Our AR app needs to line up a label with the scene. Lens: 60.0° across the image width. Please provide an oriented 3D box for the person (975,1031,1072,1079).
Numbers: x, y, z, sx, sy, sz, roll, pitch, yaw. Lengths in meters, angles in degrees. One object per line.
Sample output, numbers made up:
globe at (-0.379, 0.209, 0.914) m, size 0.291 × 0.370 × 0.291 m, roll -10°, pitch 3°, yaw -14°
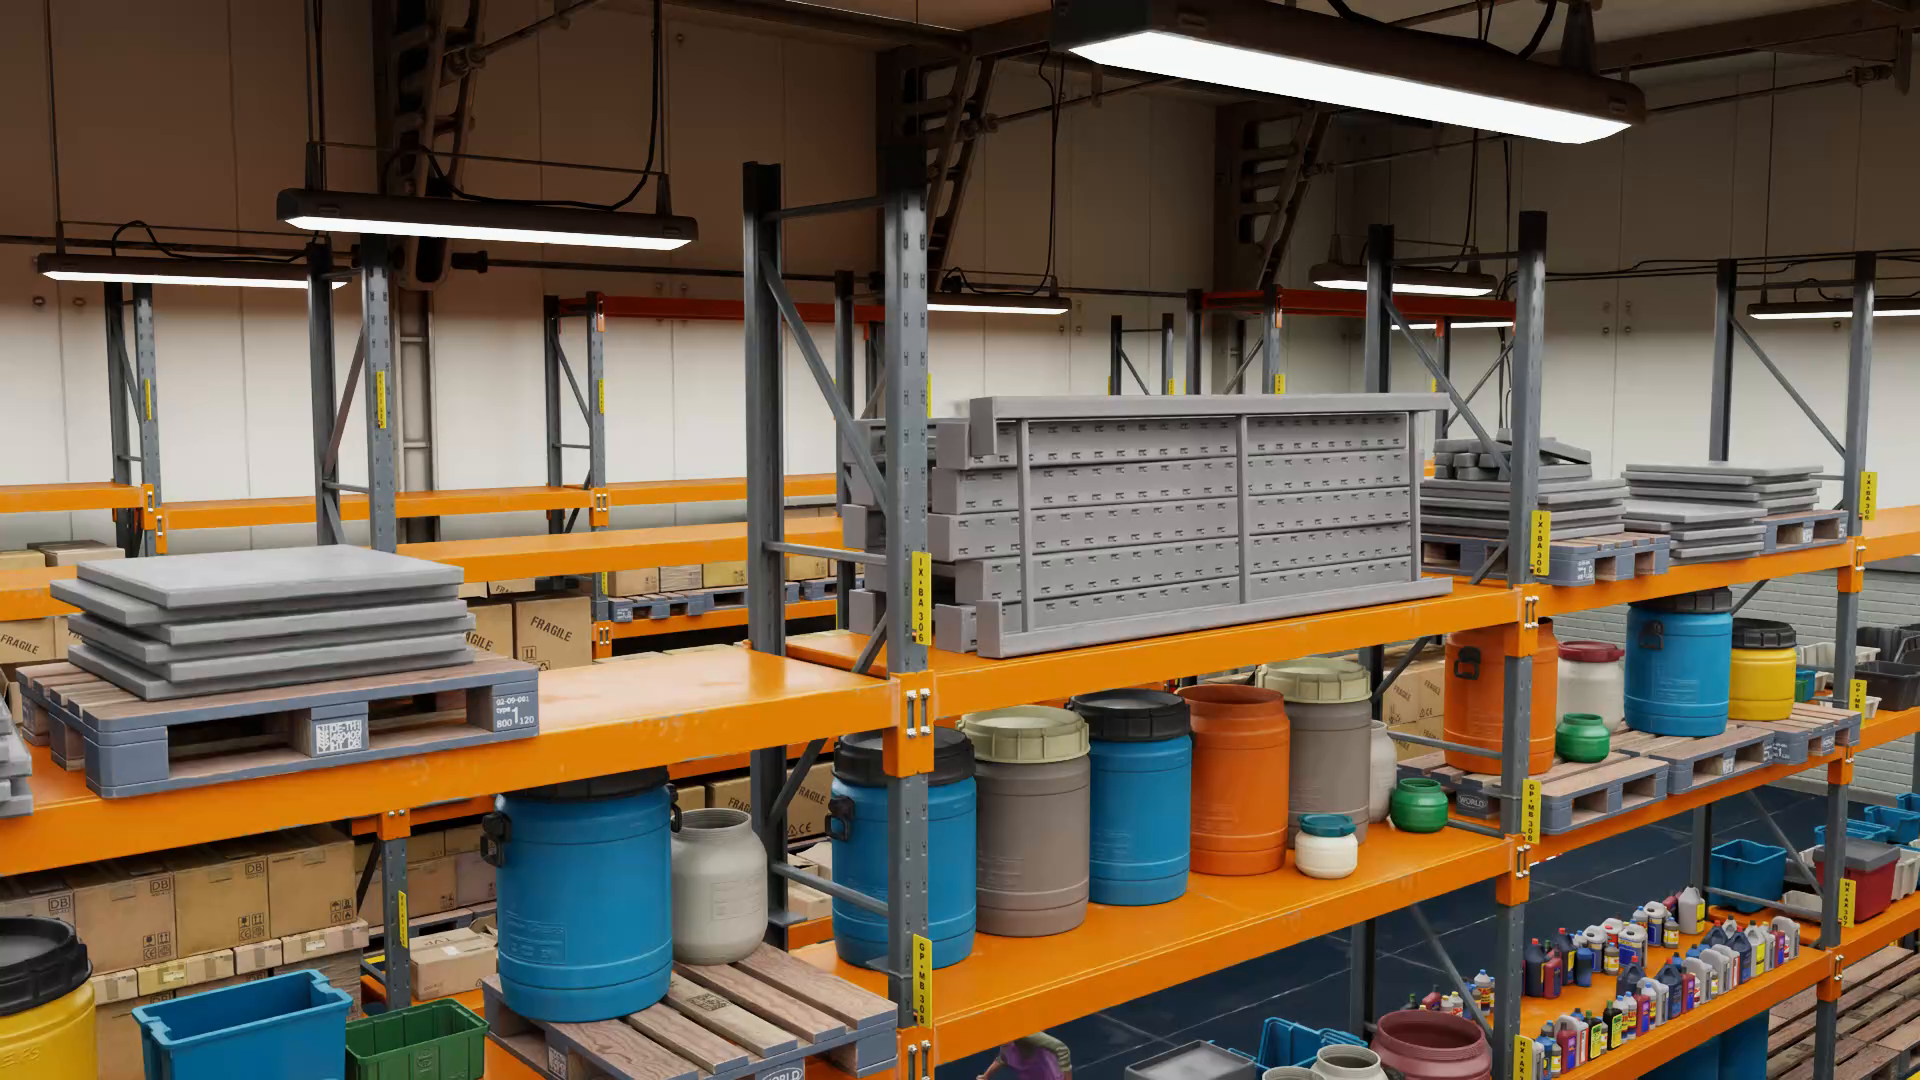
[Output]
person at (0.451, 3.465, 10.280) m, size 0.765 × 1.429 × 0.562 m, roll -3°, pitch 6°, yaw -26°
